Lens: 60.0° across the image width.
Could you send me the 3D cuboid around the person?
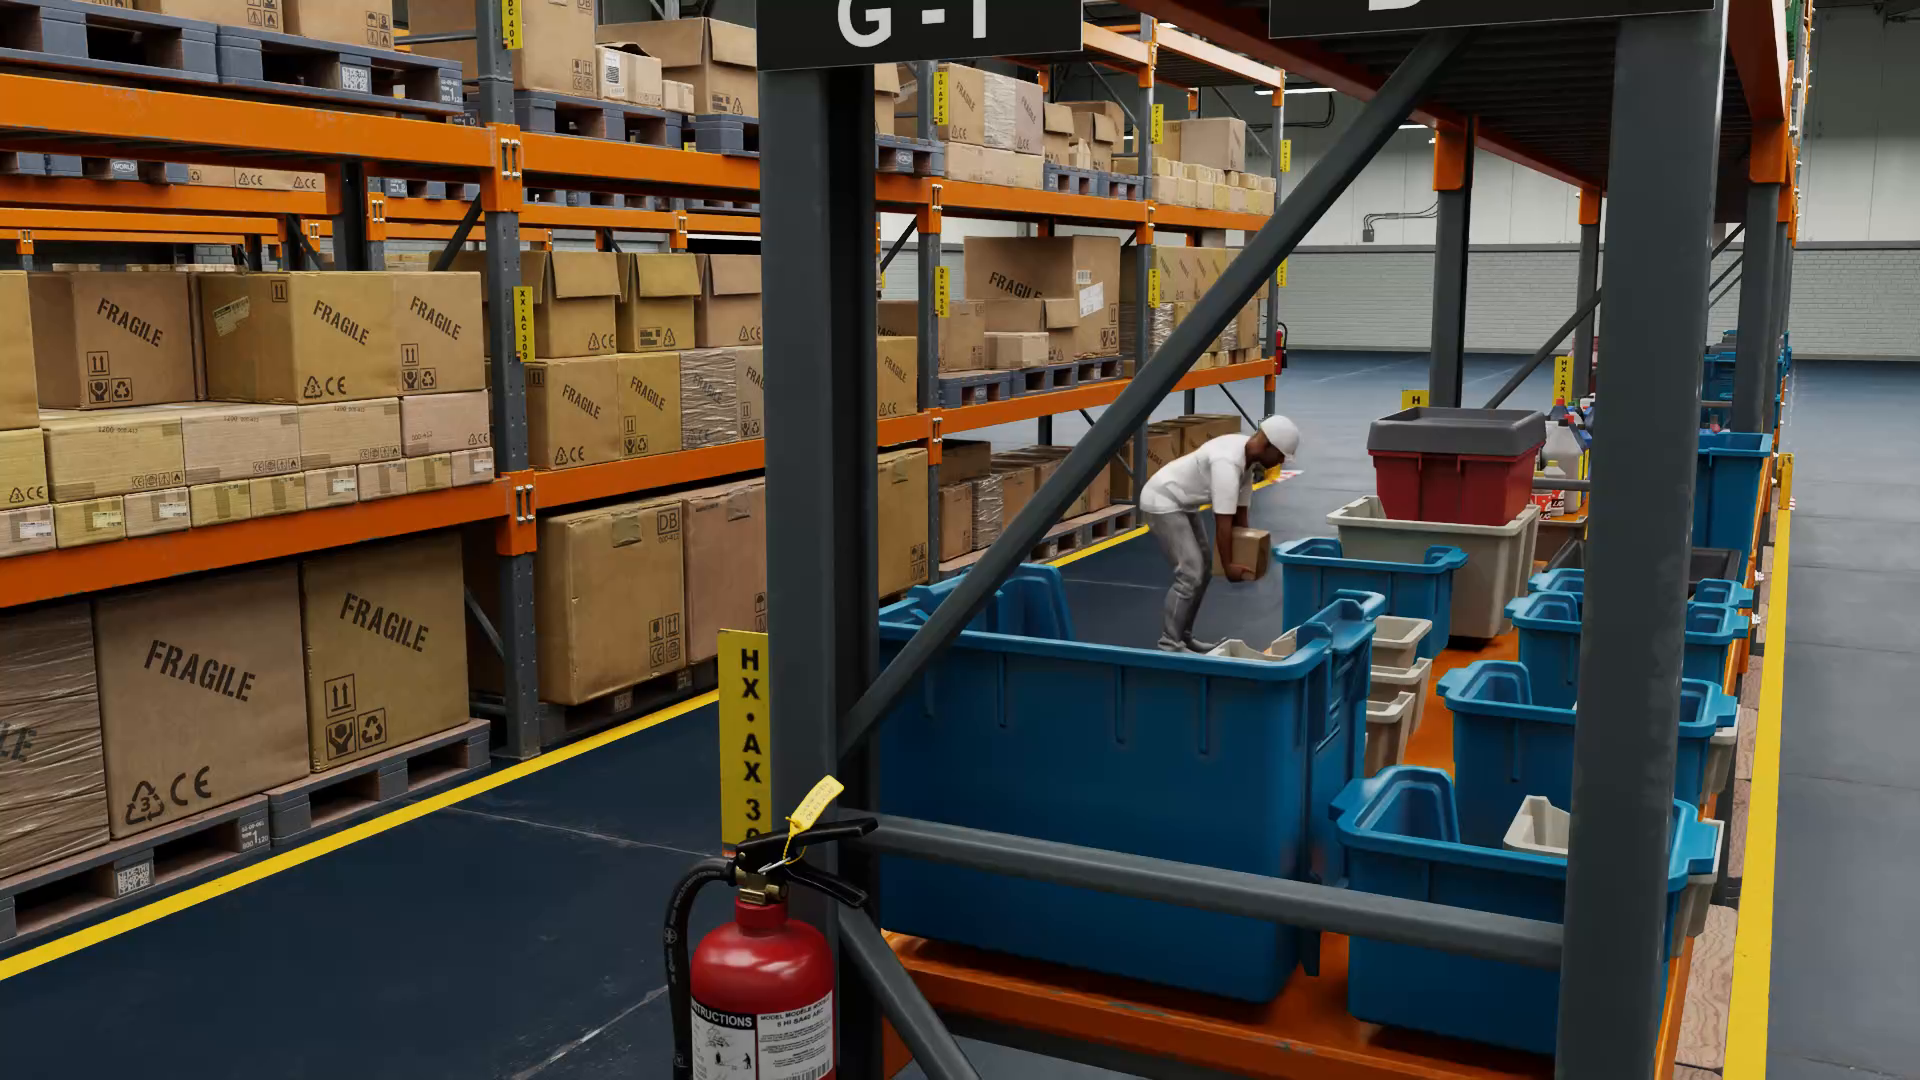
[{"bbox_3d":[1.469,-0.010,9.446,0.886,1.420,0.475,4,10,24],"label":"person"}]
